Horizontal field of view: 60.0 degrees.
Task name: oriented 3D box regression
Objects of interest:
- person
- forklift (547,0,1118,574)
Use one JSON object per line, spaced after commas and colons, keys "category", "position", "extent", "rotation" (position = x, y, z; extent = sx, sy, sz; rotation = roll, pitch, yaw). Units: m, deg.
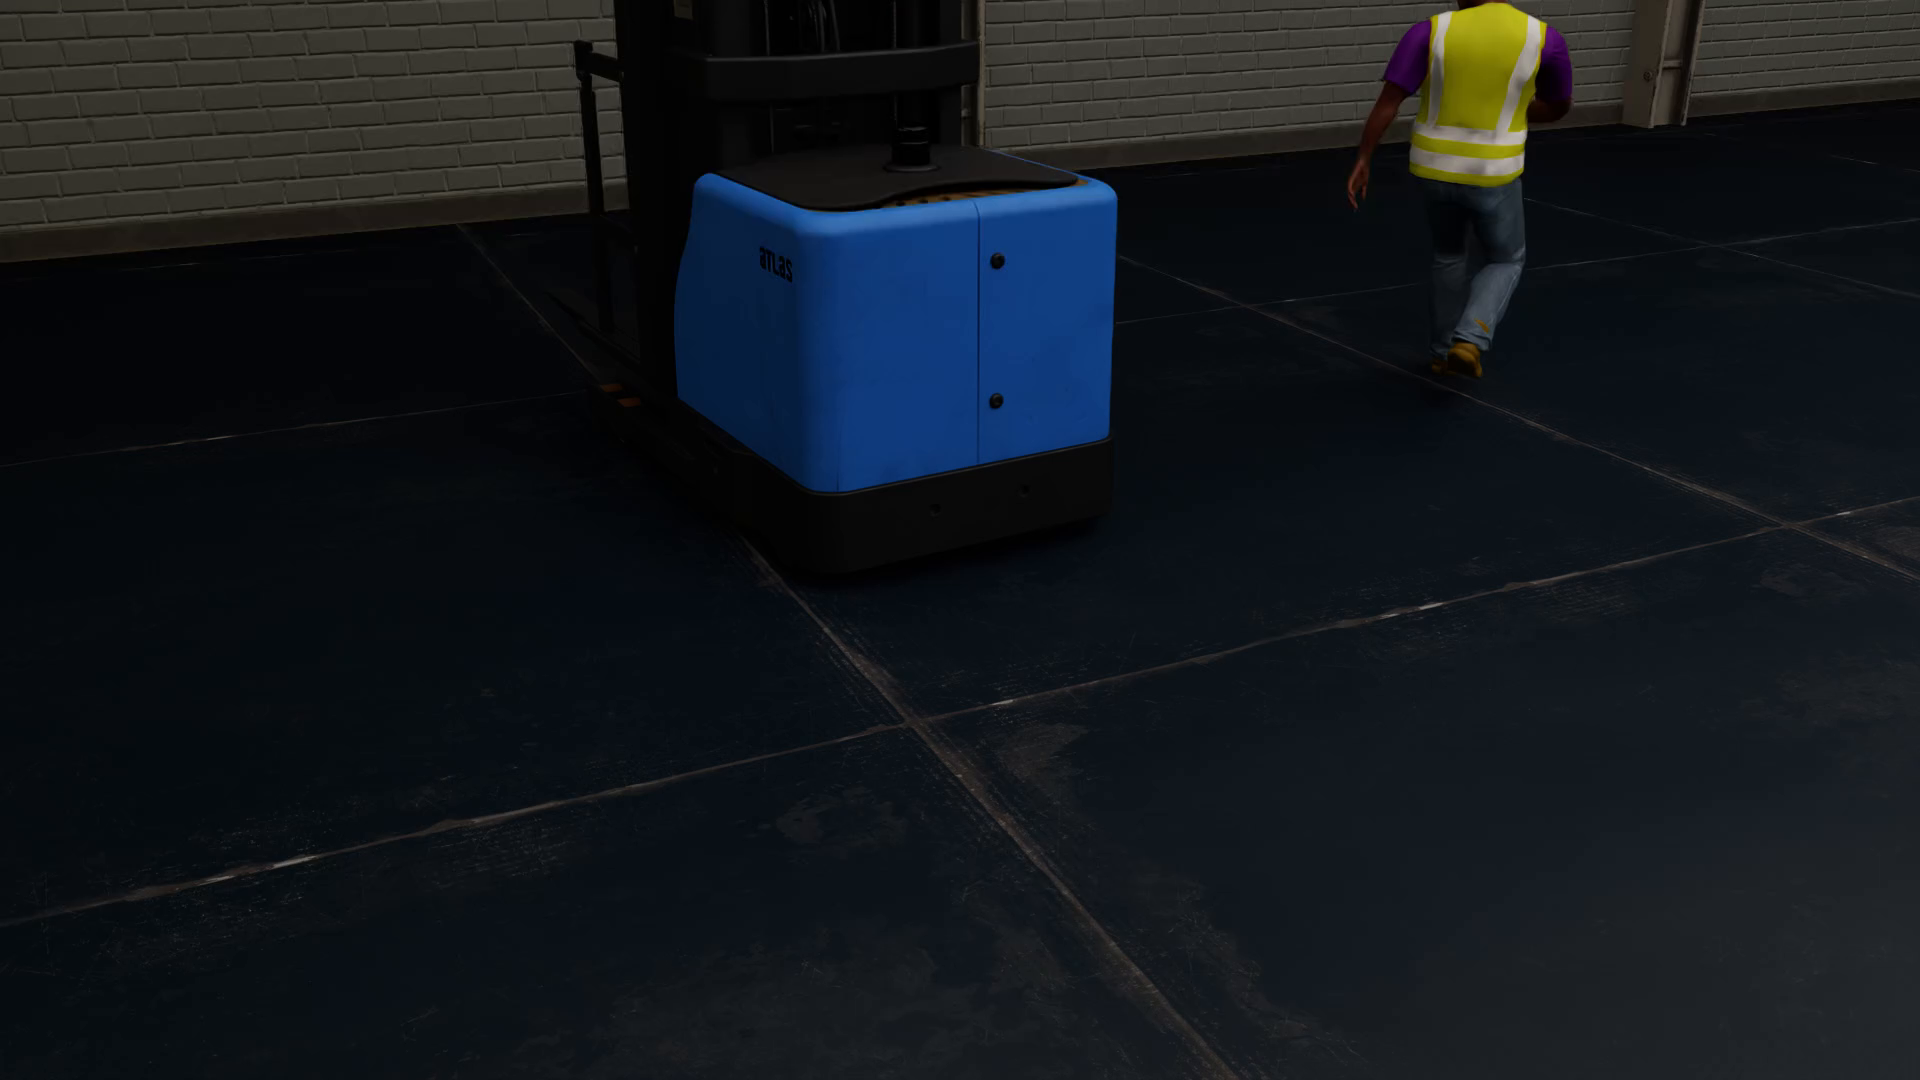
{"category": "person", "position": [1.917, -1.429, 6.344], "extent": [0.694, 1.701, 0.708], "rotation": [14, 26, 30]}
{"category": "forklift", "position": [-0.706, -1.778, 5.567], "extent": [1.130, 2.935, 3.031], "rotation": [-13, 26, -28]}
